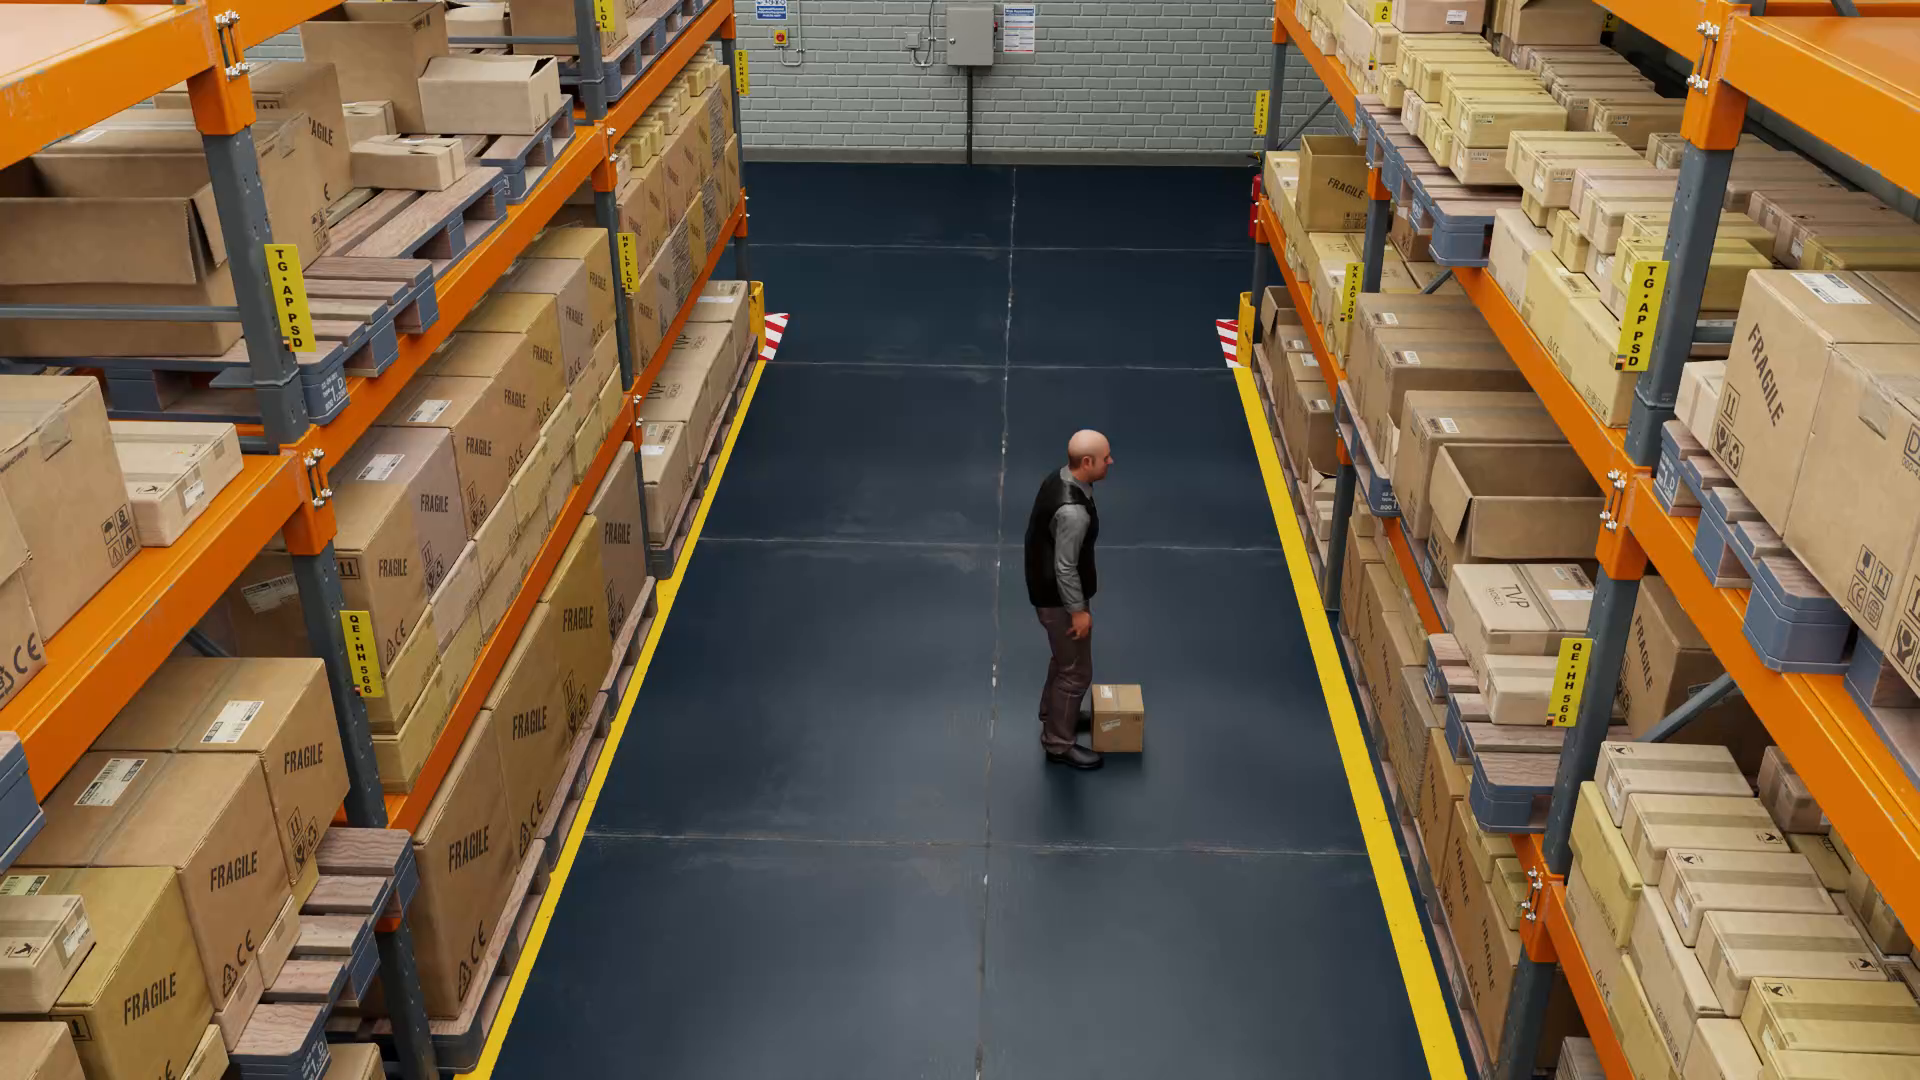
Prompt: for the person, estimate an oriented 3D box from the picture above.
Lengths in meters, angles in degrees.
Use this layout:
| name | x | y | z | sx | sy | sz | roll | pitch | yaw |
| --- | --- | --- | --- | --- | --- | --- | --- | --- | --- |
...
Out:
| name | x | y | z | sx | sy | sz | roll | pitch | yaw |
| --- | --- | --- | --- | --- | --- | --- | --- | --- | --- |
| person | 0.521 | 0.260 | 8.152 | 0.415 | 1.721 | 0.580 | 1 | 28 | 2 |
